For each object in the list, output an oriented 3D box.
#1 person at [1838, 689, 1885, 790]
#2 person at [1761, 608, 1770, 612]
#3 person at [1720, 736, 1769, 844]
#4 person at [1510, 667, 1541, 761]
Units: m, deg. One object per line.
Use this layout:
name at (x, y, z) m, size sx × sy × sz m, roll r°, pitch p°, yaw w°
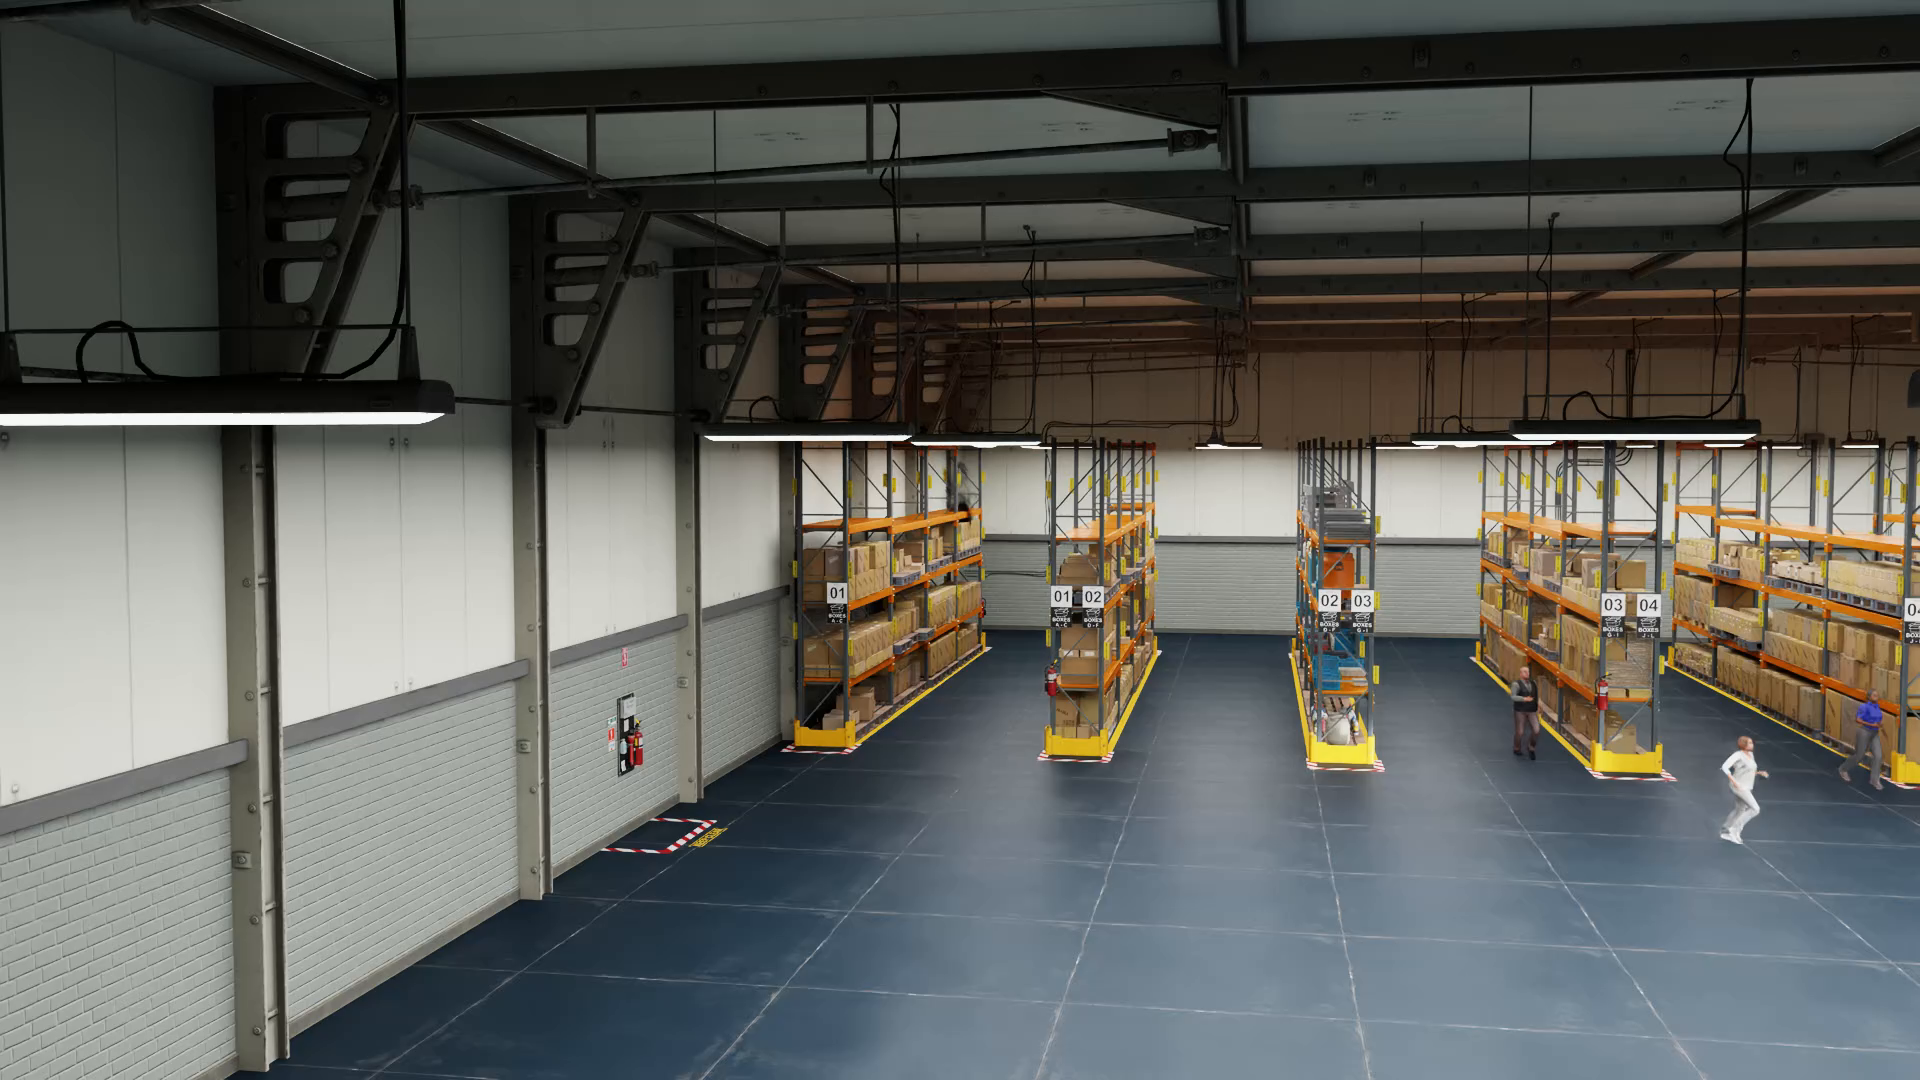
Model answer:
person at (15.566, 3.390, 28.543) m, size 0.593 × 1.682 × 0.845 m, roll -1°, pitch 3°, yaw -20°
person at (20.700, 2.580, 42.821) m, size 0.676 × 1.736 × 0.597 m, roll 0°, pitch 3°, yaw 1°
person at (11.451, 3.652, 24.274) m, size 0.631 × 1.558 × 0.512 m, roll 3°, pitch 4°, yaw 42°
person at (10.538, 3.231, 30.937) m, size 0.626 × 1.744 × 0.714 m, roll 0°, pitch 3°, yaw -3°
